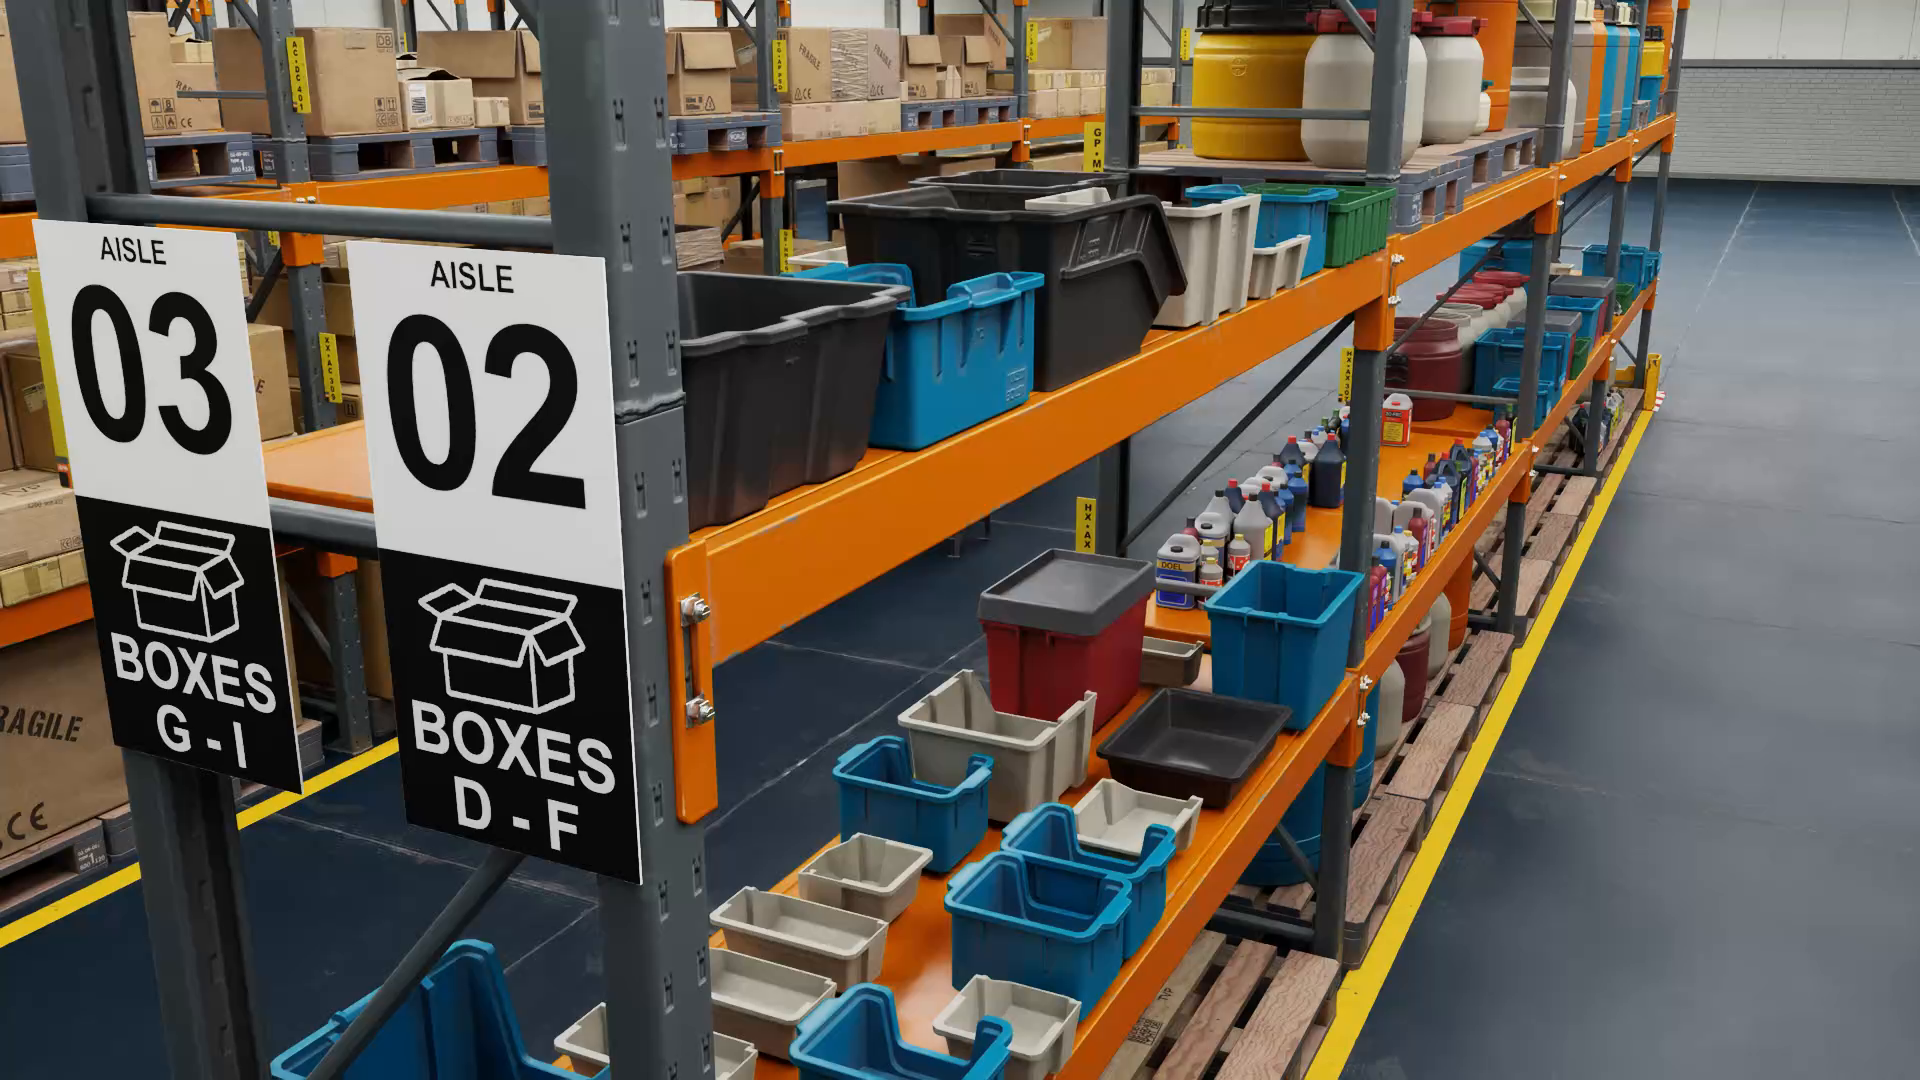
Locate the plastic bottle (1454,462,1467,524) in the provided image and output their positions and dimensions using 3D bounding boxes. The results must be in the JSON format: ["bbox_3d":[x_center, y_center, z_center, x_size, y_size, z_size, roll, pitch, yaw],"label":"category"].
[{"bbox_3d":[2.310,-0.229,7.730,0.061,0.283,0.133,8,18,25],"label":"plastic bottle"}]

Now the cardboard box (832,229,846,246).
[{"bbox_3d":[-0.574,-2.260,13.448,0.797,0.503,0.637,10,19,31],"label":"cardboard box"}]

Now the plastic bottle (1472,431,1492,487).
[{"bbox_3d":[2.618,-0.410,8.362,0.097,0.271,0.097,0,17,0],"label":"plastic bottle"}]

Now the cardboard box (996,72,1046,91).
[{"bbox_3d":[0.539,-4.064,14.733,0.380,0.149,0.250,8,18,24],"label":"cardboard box"}]

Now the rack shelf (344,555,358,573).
[{"bbox_3d":[-2.563,-0.590,10.005,1.077,0.370,4.000,8,18,25],"label":"rack shelf"}]

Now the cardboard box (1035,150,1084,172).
[{"bbox_3d":[0.993,-3.470,15.985,0.500,0.500,0.500,8,18,25],"label":"cardboard box"}]

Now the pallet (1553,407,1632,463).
[{"bbox_3d":[5.431,-0.974,14.932,1.003,0.211,1.213,8,18,25],"label":"pallet"}]

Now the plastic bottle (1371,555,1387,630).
[{"bbox_3d":[1.580,0.188,6.329,0.061,0.283,0.133,8,18,25],"label":"plastic bottle"}]

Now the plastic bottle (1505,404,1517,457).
[{"bbox_3d":[2.963,-0.601,8.984,0.061,0.283,0.133,8,18,25],"label":"plastic bottle"}]

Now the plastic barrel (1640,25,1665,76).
[{"bbox_3d":[5.941,-4.275,14.812,0.600,0.588,0.600,0,17,0],"label":"plastic barrel"}]

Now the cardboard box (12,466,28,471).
[{"bbox_3d":[-4.127,-0.284,7.452,0.500,0.250,0.500,8,18,25],"label":"cardboard box"}]

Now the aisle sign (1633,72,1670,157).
[{"bbox_3d":[6.635,-4.078,15.922,0.394,0.787,0.004,8,18,25],"label":"aisle sign"}]

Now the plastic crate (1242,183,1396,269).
[{"bbox_3d":[1.056,-0.985,5.177,0.450,0.188,0.662,8,18,25],"label":"plastic crate"}]

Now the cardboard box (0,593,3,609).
[{"bbox_3d":[-3.988,0.207,6.502,0.380,0.149,0.250,8,19,26],"label":"cardboard box"}]

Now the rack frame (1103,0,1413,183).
[{"bbox_3d":[0.975,-2.671,5.212,1.000,3.000,0.127,8,18,25],"label":"rack frame"}]

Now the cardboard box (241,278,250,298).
[{"bbox_3d":[-5.870,-1.998,13.185,0.380,0.149,0.250,8,19,26],"label":"cardboard box"}]

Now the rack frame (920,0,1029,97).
[{"bbox_3d":[0.118,-5.339,14.194,1.000,3.000,0.127,8,18,25],"label":"rack frame"}]

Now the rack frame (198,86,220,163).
[{"bbox_3d":[-8.747,-3.724,19.293,1.000,3.000,0.127,8,18,25],"label":"rack frame"}]

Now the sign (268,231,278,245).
[{"bbox_3d":[-5.572,-2.551,13.451,0.100,0.325,0.005,8,18,25],"label":"sign"}]

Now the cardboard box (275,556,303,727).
[{"bbox_3d":[-3.823,0.550,7.899,0.875,0.875,0.875,8,18,25],"label":"cardboard box"}]

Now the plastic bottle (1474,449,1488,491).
[{"bbox_3d":[2.574,-0.352,8.289,0.097,0.201,0.097,0,17,0],"label":"plastic bottle"}]

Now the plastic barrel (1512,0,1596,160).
[{"bbox_3d":[3.323,-2.674,9.609,0.600,0.901,0.600,0,17,0],"label":"plastic barrel"}]

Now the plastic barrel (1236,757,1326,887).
[{"bbox_3d":[1.233,0.873,6.764,0.600,0.901,0.708,8,18,25],"label":"plastic barrel"}]

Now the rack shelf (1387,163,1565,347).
[{"bbox_3d":[1.868,-1.398,7.457,1.077,0.370,4.000,8,18,25],"label":"rack shelf"}]

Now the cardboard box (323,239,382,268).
[{"bbox_3d":[-5.394,-2.359,14.522,0.500,0.500,0.500,8,18,25],"label":"cardboard box"}]

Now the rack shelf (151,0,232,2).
[{"bbox_3d":[-6.955,-3.931,11.419,1.077,0.370,4.000,8,18,25],"label":"rack shelf"}]

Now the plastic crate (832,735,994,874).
[{"bbox_3d":[-0.125,0.720,4.522,0.416,0.233,0.300,8,18,25],"label":"plastic crate"}]

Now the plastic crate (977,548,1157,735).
[{"bbox_3d":[0.351,0.341,5.390,0.402,0.464,0.583,8,18,25],"label":"plastic crate"}]

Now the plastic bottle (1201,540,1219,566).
[{"bbox_3d":[1.003,0.099,6.770,0.097,0.201,0.097,0,17,0],"label":"plastic bottle"}]

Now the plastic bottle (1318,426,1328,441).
[{"bbox_3d":[1.834,-0.447,8.485,0.097,0.271,0.097,0,17,0],"label":"plastic bottle"}]

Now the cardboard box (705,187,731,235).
[{"bbox_3d":[-3.201,-3.841,19.424,0.875,0.550,0.550,8,18,25],"label":"cardboard box"}]

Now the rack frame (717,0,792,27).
[{"bbox_3d":[-2.486,-7.014,19.836,1.000,3.000,0.127,8,18,25],"label":"rack frame"}]

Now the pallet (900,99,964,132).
[{"bbox_3d":[-0.714,-3.403,13.274,1.213,0.211,1.003,8,18,25],"label":"pallet"}]

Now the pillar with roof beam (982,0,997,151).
[{"bbox_3d":[4.737,-15.280,47.665,9.100,9.000,0.400,8,18,25],"label":"pillar with roof beam"}]

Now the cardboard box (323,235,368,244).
[{"bbox_3d":[-5.627,-2.870,14.488,0.700,0.500,0.500,8,18,25],"label":"cardboard box"}]

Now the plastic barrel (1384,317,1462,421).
[{"bbox_3d":[2.698,-1.036,10.005,0.600,0.536,0.708,8,18,25],"label":"plastic barrel"}]

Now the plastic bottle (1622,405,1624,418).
[{"bbox_3d":[5.908,-1.198,14.930,0.097,0.201,0.097,0,17,0],"label":"plastic bottle"}]

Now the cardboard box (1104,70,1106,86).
[{"bbox_3d":[1.309,-4.534,16.317,0.380,0.149,0.250,7,18,23],"label":"cardboard box"}]

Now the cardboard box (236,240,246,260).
[{"bbox_3d":[-5.870,-2.284,13.104,0.380,0.149,0.250,7,18,23],"label":"cardboard box"}]

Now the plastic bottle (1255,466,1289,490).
[{"bbox_3d":[1.414,-0.192,7.620,0.152,0.276,0.135,8,18,25],"label":"plastic bottle"}]

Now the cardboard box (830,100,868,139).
[{"bbox_3d":[-1.002,-3.028,11.946,0.500,0.250,0.500,9,19,27],"label":"cardboard box"}]

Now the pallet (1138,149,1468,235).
[{"bbox_3d":[1.237,-1.355,6.380,1.213,0.211,1.003,8,18,25],"label":"pallet"}]

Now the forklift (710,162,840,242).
[{"bbox_3d":[-1.605,-2.421,15.027,1.130,2.935,3.031,7,18,23],"label":"forklift"}]

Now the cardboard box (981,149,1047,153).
[{"bbox_3d":[0.520,-3.537,16.211,0.500,0.500,0.500,8,18,25],"label":"cardboard box"}]

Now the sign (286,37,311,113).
[{"bbox_3d":[-2.959,-2.079,7.439,0.100,0.325,0.005,8,18,25],"label":"sign"}]

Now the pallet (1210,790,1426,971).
[{"bbox_3d":[1.357,1.350,7.107,1.003,0.211,1.213,8,18,25],"label":"pallet"}]

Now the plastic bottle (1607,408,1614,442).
[{"bbox_3d":[5.477,-0.979,14.051,0.061,0.283,0.133,9,19,28],"label":"plastic bottle"}]

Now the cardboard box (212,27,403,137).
[{"bbox_3d":[-3.206,-2.261,8.188,0.700,0.500,0.500,9,19,27],"label":"cardboard box"}]

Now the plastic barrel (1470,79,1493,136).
[{"bbox_3d":[2.414,-2.095,8.047,0.301,0.262,0.301,0,17,0],"label":"plastic barrel"}]

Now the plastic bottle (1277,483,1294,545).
[{"bbox_3d":[1.430,-0.120,7.385,0.097,0.271,0.097,0,17,0],"label":"plastic bottle"}]

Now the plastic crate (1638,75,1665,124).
[{"bbox_3d":[5.754,-3.758,14.168,0.392,0.384,0.575,8,18,25],"label":"plastic crate"}]

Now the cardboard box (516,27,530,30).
[{"bbox_3d":[-4.396,-5.202,17.131,0.380,0.149,0.250,8,18,25],"label":"cardboard box"}]

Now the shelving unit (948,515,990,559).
[{"bbox_3d":[-0.074,-0.964,11.583,0.431,2.100,0.503,8,18,25],"label":"shelving unit"}]

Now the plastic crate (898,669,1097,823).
[{"bbox_3d":[0.127,0.598,4.844,0.437,0.282,0.530,8,18,25],"label":"plastic crate"}]

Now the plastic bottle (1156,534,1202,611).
[{"bbox_3d":[0.861,0.123,6.560,0.152,0.276,0.135,8,18,25],"label":"plastic bottle"}]

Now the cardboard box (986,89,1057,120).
[{"bbox_3d":[0.548,-3.911,14.919,0.500,0.250,0.500,7,18,23],"label":"cardboard box"}]
